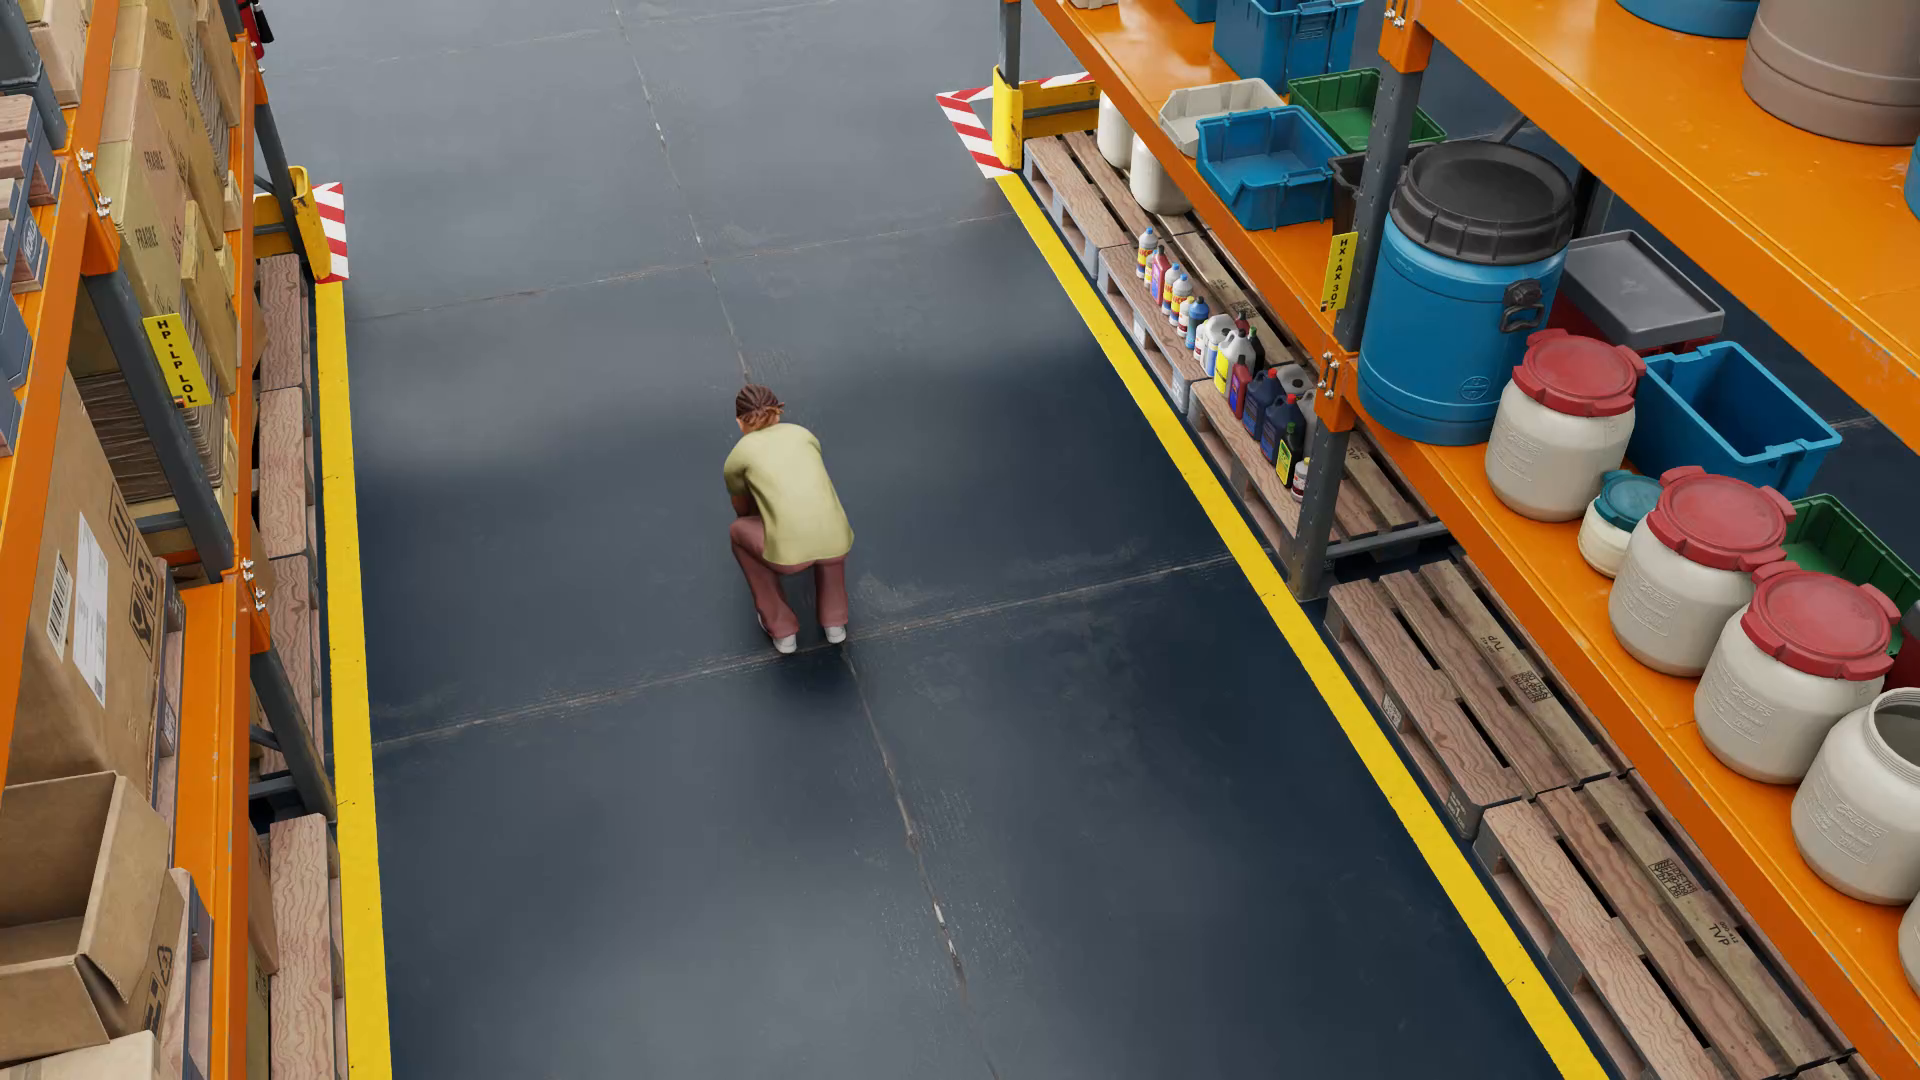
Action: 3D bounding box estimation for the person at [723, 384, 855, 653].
[{"bbox_3d":[-0.706,-0.079,6.797,0.472,0.937,0.852,-13,44,-14],"label":"person"}]
